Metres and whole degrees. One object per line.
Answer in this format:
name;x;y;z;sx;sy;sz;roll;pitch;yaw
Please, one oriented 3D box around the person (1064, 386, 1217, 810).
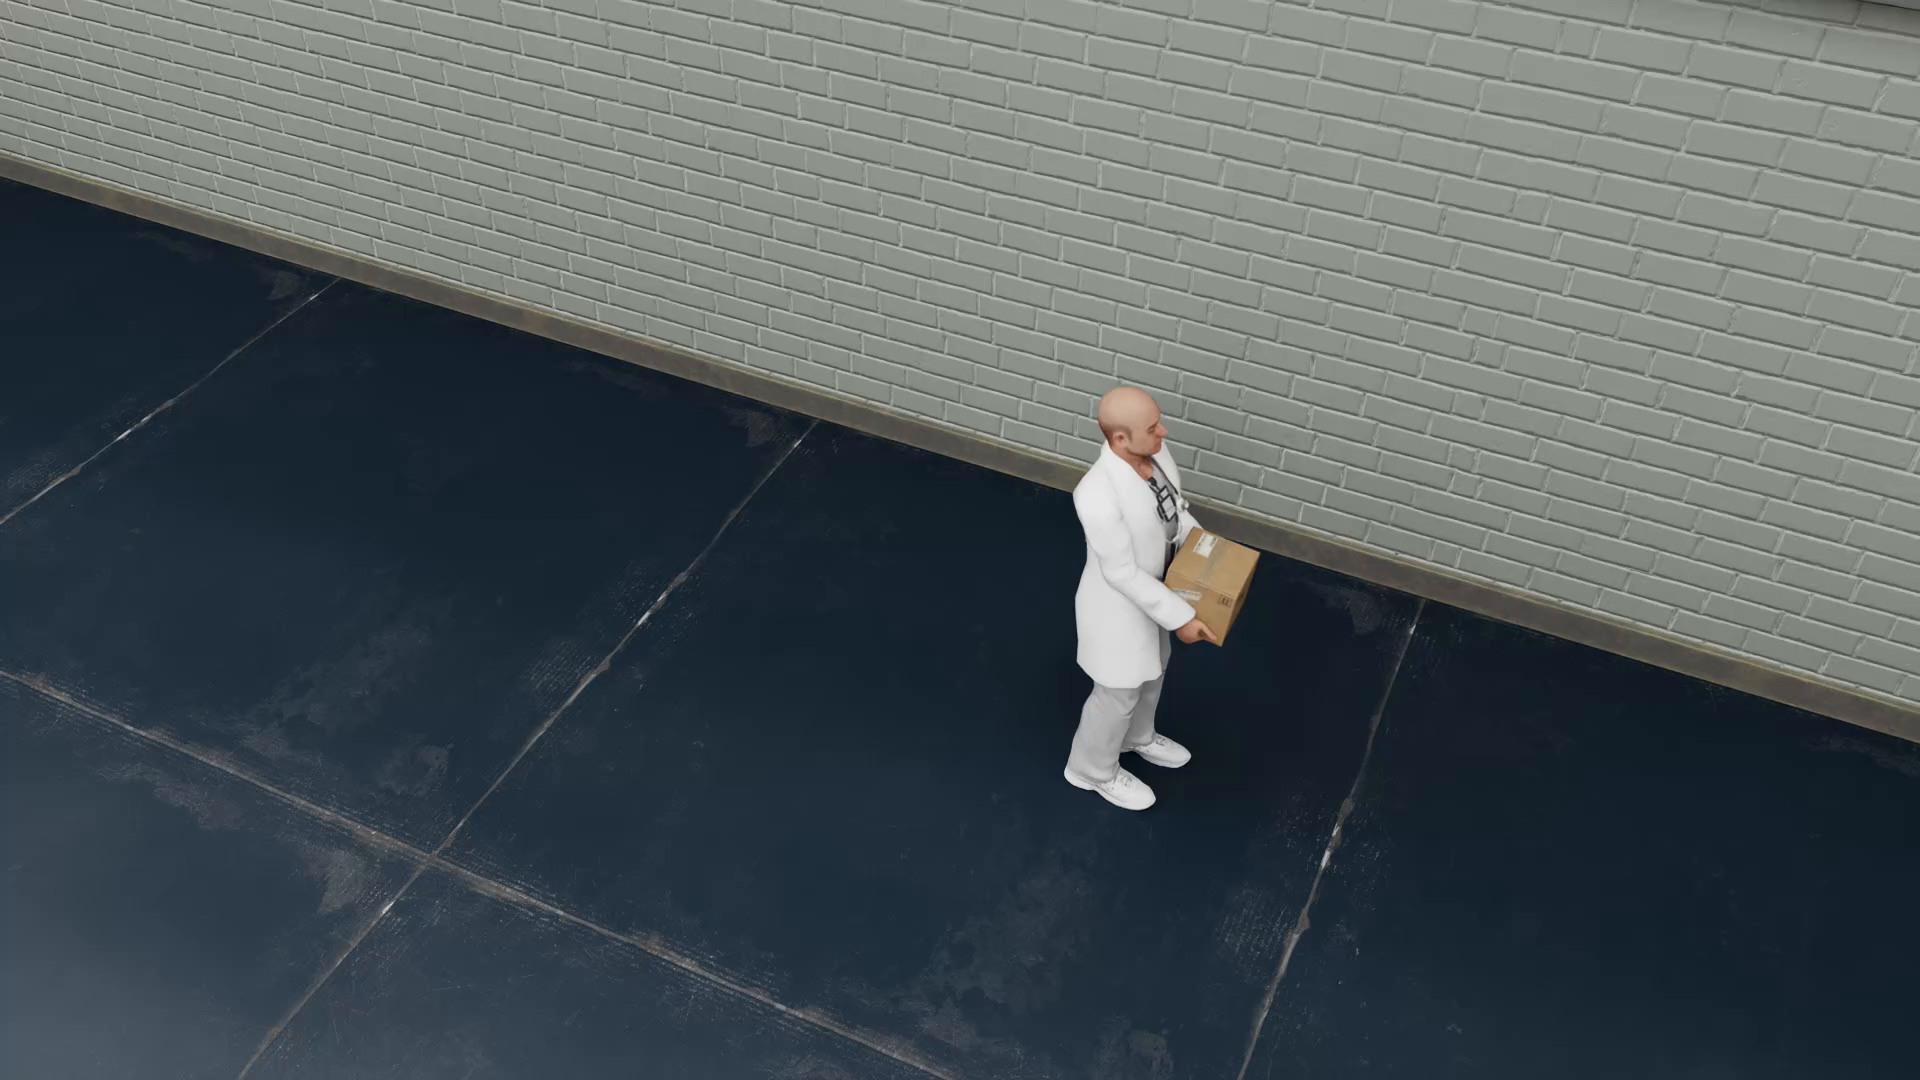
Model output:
person;0.690;0.236;5.908;0.550;1.774;0.529;18;44;19
